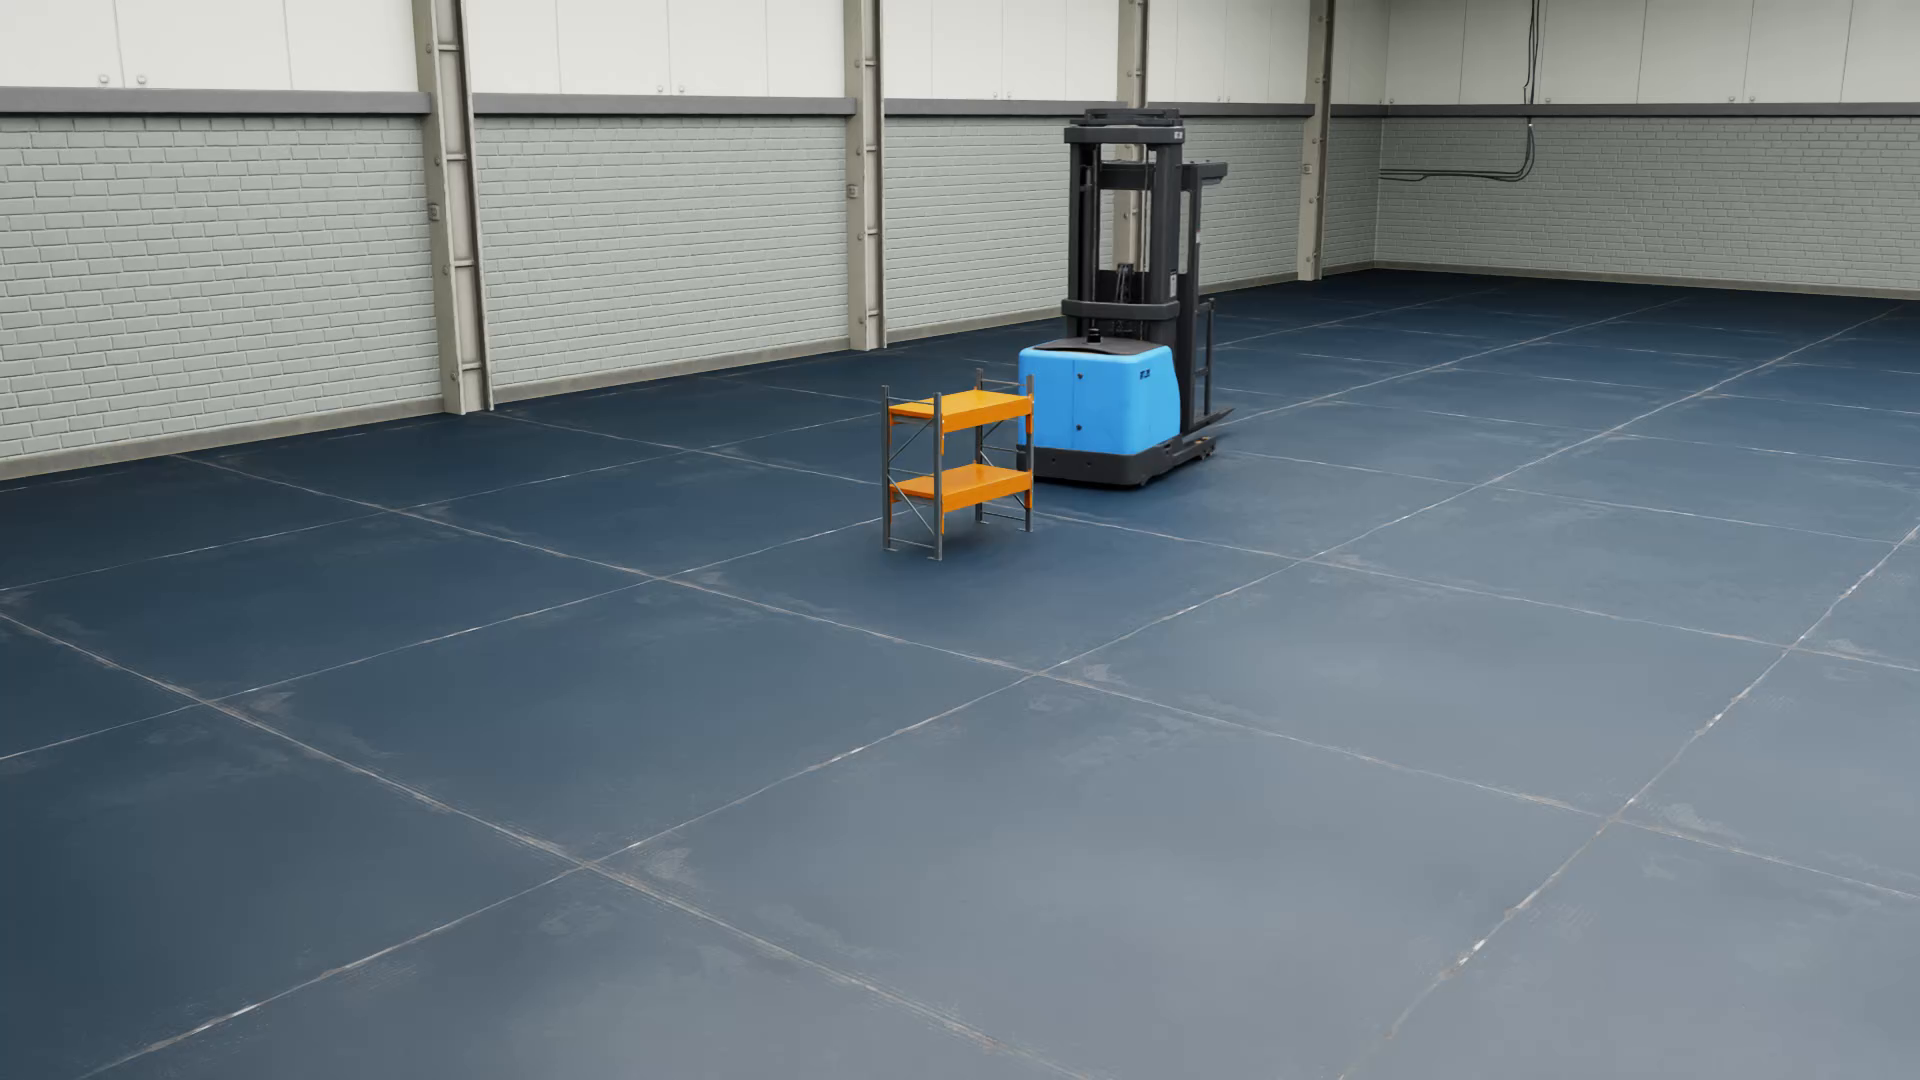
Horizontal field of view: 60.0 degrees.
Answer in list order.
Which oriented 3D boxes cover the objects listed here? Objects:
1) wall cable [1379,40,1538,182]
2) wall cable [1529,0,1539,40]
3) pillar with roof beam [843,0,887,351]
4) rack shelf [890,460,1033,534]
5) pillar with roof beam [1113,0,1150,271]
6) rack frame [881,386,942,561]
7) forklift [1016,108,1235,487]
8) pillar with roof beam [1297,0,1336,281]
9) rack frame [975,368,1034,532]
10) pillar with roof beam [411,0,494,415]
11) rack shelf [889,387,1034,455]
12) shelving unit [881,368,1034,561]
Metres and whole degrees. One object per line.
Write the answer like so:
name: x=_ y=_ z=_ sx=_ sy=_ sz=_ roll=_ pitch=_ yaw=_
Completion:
wall cable: x=9.242 y=-7.968 z=31.018 sx=3.097 sy=2.526 sz=0.112 roll=11 pitch=18 yaw=38
wall cable: x=11.346 y=-9.997 z=28.749 sx=3.097 sy=2.526 sz=0.112 roll=11 pitch=18 yaw=38
pillar with roof beam: x=2.168 y=-6.149 z=17.552 sx=9.100 sy=9.000 sz=0.400 roll=11 pitch=18 yaw=38
rack shelf: x=-0.004 y=-0.307 z=11.540 sx=0.538 sy=0.278 sz=1.000 roll=11 pitch=18 yaw=38
pillar with roof beam: x=5.939 y=-7.298 z=22.075 sx=9.100 sy=9.000 sz=0.400 roll=11 pitch=18 yaw=38
rack frame: x=-0.324 y=-0.447 z=11.096 sx=0.500 sy=1.125 sz=0.032 roll=11 pitch=18 yaw=38
forklift: x=1.585 y=-2.160 z=14.174 sx=1.130 sy=2.935 sz=3.031 roll=7 pitch=16 yaw=27
pillar with roof beam: x=9.710 y=-8.447 z=26.598 sx=9.100 sy=9.000 sz=0.400 roll=11 pitch=18 yaw=38
rack frame: x=0.315 y=-0.641 z=11.863 sx=0.500 sy=1.125 sz=0.032 roll=11 pitch=18 yaw=38
pillar with roof beam: x=-1.603 y=-5.000 z=13.029 sx=9.100 sy=9.000 sz=0.400 roll=11 pitch=18 yaw=38
rack shelf: x=-0.004 y=-0.828 z=11.407 sx=0.538 sy=0.278 sz=1.000 roll=11 pitch=18 yaw=38
shelving unit: x=-0.004 y=-0.544 z=11.479 sx=0.538 sy=1.125 sz=1.048 roll=11 pitch=18 yaw=38
